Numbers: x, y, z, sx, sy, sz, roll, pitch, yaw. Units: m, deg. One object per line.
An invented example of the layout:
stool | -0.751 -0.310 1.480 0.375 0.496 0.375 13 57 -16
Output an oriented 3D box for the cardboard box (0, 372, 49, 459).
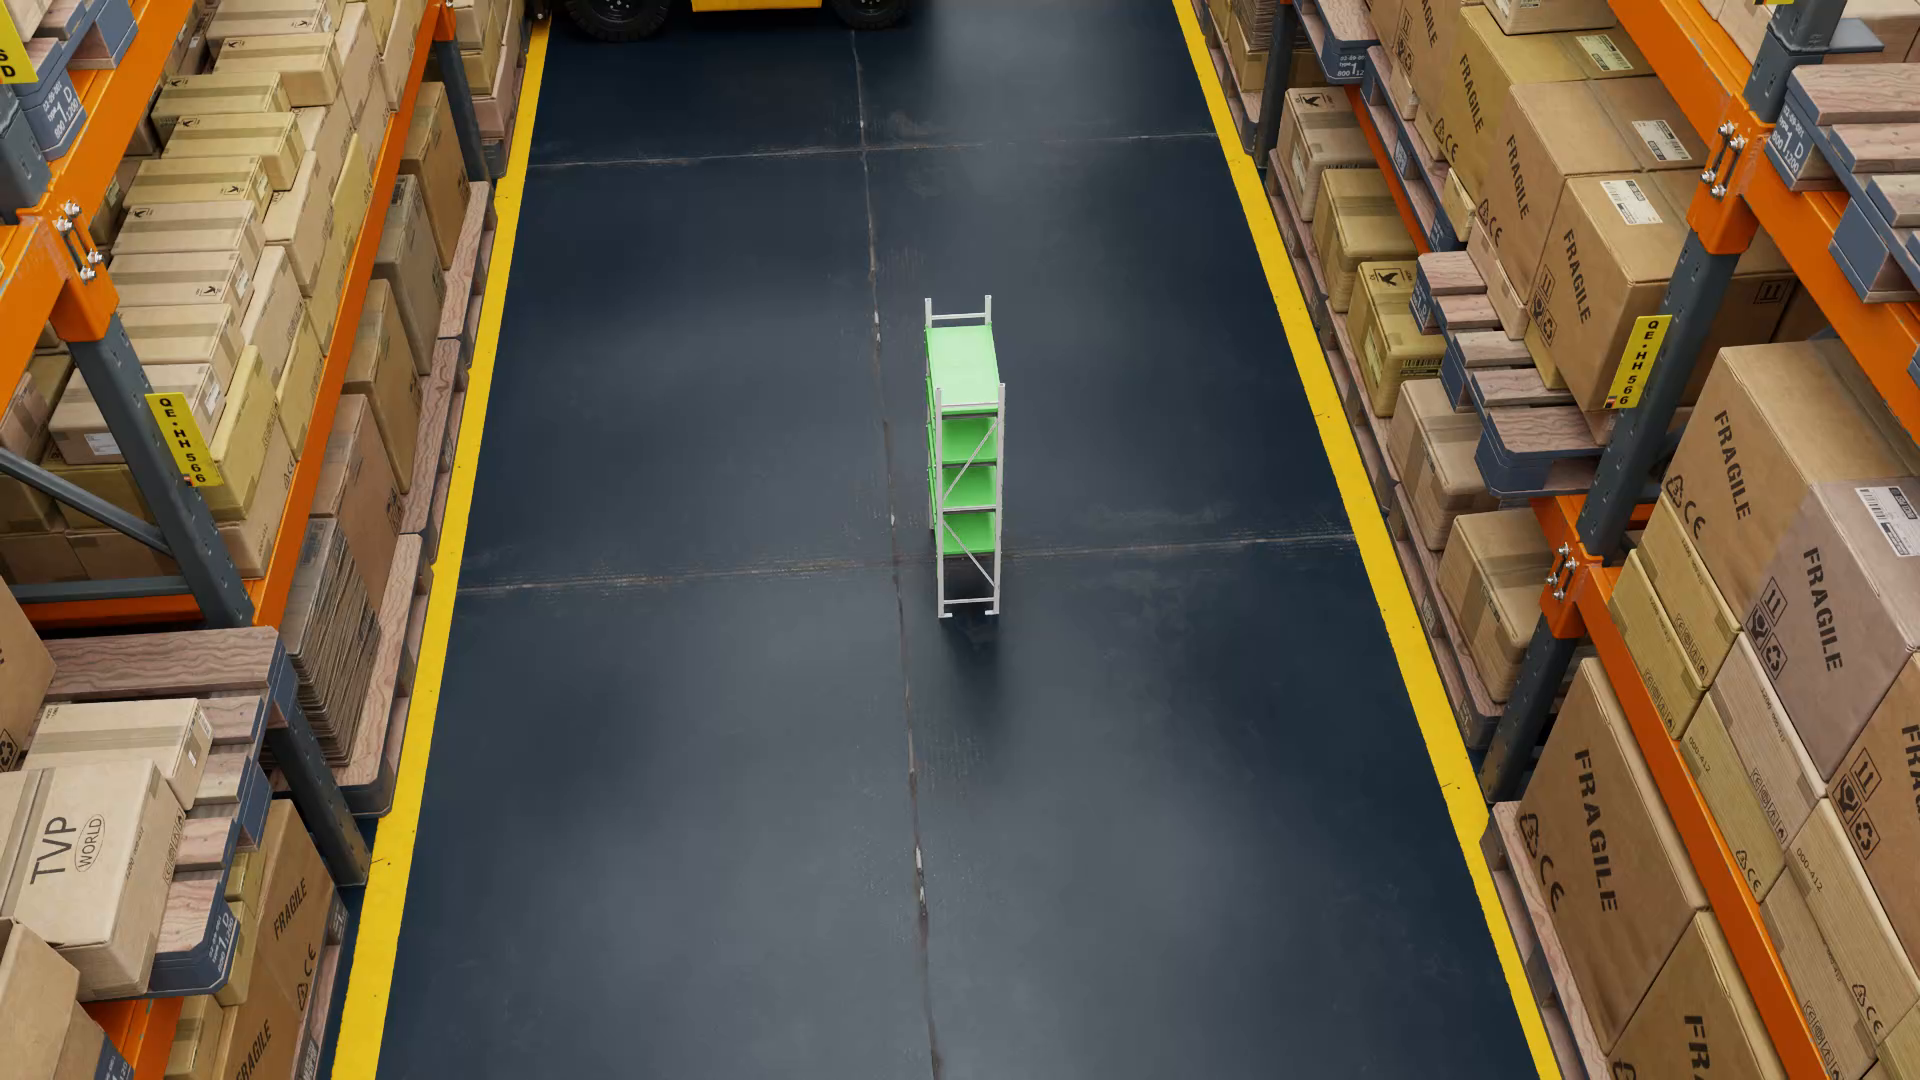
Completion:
cardboard box | -2.786 -0.327 4.615 0.380 0.149 0.250 -2 47 -2

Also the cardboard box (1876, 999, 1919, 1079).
cardboard box | 2.286 1.213 3.430 0.500 0.250 0.500 -3 47 -3

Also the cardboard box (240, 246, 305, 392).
cardboard box | -2.391 -0.665 5.210 0.500 0.250 0.500 -2 47 -2

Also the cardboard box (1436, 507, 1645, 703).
cardboard box | 2.352 0.199 6.153 0.950 0.372 0.625 -6 47 -6

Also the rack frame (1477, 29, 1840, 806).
rack frame | 2.389 -0.151 4.964 1.000 3.000 0.127 -3 47 -3

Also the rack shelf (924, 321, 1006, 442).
rack shelf | 0.014 -0.579 6.035 0.258 0.148 0.480 -3 47 -3

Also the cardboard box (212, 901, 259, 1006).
cardboard box | -2.209 1.183 4.686 0.380 0.149 0.250 -6 47 -5

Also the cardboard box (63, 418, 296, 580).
cardboard box | -2.350 -0.131 5.048 0.500 0.250 0.500 -3 47 -3

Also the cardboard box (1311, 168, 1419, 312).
cardboard box | 2.164 -1.387 7.654 0.950 0.372 0.625 -1 47 -1

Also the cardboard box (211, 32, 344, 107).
cardboard box | -2.406 -1.655 5.872 0.380 0.149 0.250 -5 47 -4

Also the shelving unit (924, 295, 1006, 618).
shelving unit | 0.014 -0.293 6.337 0.258 1.200 0.503 -3 47 -3

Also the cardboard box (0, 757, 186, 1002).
cardboard box | -2.146 0.804 3.873 0.500 0.250 0.500 -5 47 -5

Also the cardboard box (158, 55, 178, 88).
cardboard box | -2.995 -1.625 5.844 0.380 0.149 0.250 -3 47 -3

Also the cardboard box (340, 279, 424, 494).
cardboard box | -2.714 -0.586 6.722 0.875 0.625 0.625 -5 47 -5

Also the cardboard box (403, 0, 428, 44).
cardboard box | -2.589 -2.340 7.140 0.500 0.250 0.500 -3 47 -2

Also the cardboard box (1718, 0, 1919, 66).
cardboard box | 2.154 -1.311 4.169 0.380 0.149 0.250 -3 47 -3

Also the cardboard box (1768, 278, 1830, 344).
cardboard box | 2.582 -0.772 4.988 0.500 0.500 0.500 -5 47 -4

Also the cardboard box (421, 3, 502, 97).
cardboard box | -2.625 -2.480 8.430 0.500 0.250 0.500 -4 47 -3

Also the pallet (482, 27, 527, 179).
pallet | -2.916 -2.360 8.976 1.003 0.211 1.213 -3 47 -3

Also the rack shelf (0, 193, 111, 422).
rack shelf | -2.389 0.816 2.477 1.077 0.370 4.000 -3 47 -3

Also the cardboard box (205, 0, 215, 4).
cardboard box | -3.044 -2.169 6.359 0.380 0.149 0.250 -4 47 -4

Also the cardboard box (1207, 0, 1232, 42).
cardboard box | 1.682 -3.040 9.304 0.500 0.250 0.500 -5 47 -4

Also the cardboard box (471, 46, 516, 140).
cardboard box | -2.602 -2.310 8.613 0.500 0.250 0.500 -3 47 -3

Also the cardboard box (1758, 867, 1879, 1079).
cardboard box | 2.278 1.020 3.958 0.500 0.250 0.500 -2 47 -2

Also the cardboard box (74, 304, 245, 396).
cardboard box | -2.314 -0.546 4.822 0.380 0.149 0.250 -3 47 -2

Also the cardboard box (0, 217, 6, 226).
cardboard box | -2.970 -0.874 5.133 0.380 0.149 0.250 -4 47 -4

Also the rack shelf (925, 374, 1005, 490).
rack shelf | 0.014 -0.414 6.210 0.258 0.148 0.480 -3 47 -3

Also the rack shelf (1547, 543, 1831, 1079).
rack shelf | 2.557 1.543 3.854 1.077 0.370 4.000 -3 47 -3

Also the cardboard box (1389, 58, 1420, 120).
cardboard box | 1.867 -1.739 6.352 0.380 0.149 0.250 -2 47 -2

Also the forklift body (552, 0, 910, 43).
forklift body | -1.250 -4.082 9.271 2.313 2.155 1.214 -3 47 -3

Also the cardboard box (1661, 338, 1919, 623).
cardboard box | 2.187 -0.158 4.212 0.500 0.500 0.500 -5 47 -5

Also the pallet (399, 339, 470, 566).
pallet | -2.686 -0.366 7.088 1.003 0.211 1.213 -3 47 -3

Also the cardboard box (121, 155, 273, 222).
cardboard box | -2.446 -1.098 5.345 0.380 0.149 0.250 -3 47 -3

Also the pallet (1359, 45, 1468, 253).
pallet | 2.183 -1.515 6.387 1.003 0.211 1.213 -3 47 -3

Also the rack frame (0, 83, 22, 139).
rack frame | -2.557 -1.910 2.497 1.000 3.000 0.127 -3 47 -3

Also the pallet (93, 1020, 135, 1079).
pallet | -2.389 1.626 3.413 1.003 0.211 1.213 -3 47 -3

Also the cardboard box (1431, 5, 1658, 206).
cardboard box | 1.976 -1.483 5.662 0.500 0.500 0.500 -6 47 -6

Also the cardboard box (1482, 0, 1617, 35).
cardboard box | 1.971 -1.822 5.536 0.380 0.149 0.250 -6 47 -5

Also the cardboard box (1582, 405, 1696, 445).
cardboard box | 2.127 -0.432 5.113 0.380 0.149 0.250 -2 47 -2

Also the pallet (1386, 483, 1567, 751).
pallet | 2.325 0.242 6.512 1.003 0.211 1.213 -3 47 -3

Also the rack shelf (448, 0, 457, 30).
rack shelf | -3.059 -3.940 9.048 1.077 0.370 4.000 -3 47 -3

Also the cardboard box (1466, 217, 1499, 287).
cardboard box | 1.954 -0.984 5.636 0.380 0.149 0.250 -5 47 -5

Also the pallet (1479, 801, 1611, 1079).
pallet | 2.380 1.383 5.431 1.003 0.211 1.213 -3 47 -3

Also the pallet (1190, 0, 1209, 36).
pallet | 1.858 -3.455 10.013 1.003 0.211 1.213 -3 47 -3

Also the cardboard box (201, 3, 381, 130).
cardboard box | -2.508 -1.779 6.265 0.500 0.250 0.500 -3 47 -3

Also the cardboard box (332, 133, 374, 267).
cardboard box | -2.479 -1.243 6.101 0.500 0.250 0.500 -2 47 -2

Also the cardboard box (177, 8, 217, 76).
cardboard box | -3.041 -1.742 6.229 0.500 0.250 0.500 -5 47 -4

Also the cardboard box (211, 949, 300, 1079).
cardboard box | -2.276 1.524 4.809 0.500 0.500 0.500 -4 47 -4

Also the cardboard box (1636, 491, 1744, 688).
cardboard box | 2.185 0.110 4.475 0.500 0.250 0.500 -4 47 -4

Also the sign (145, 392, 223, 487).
sign | -2.017 -0.257 4.321 0.100 0.325 0.005 -3 47 -3

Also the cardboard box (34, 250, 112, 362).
cardboard box | -2.916 -0.645 5.190 0.500 0.250 0.500 -3 47 -3
